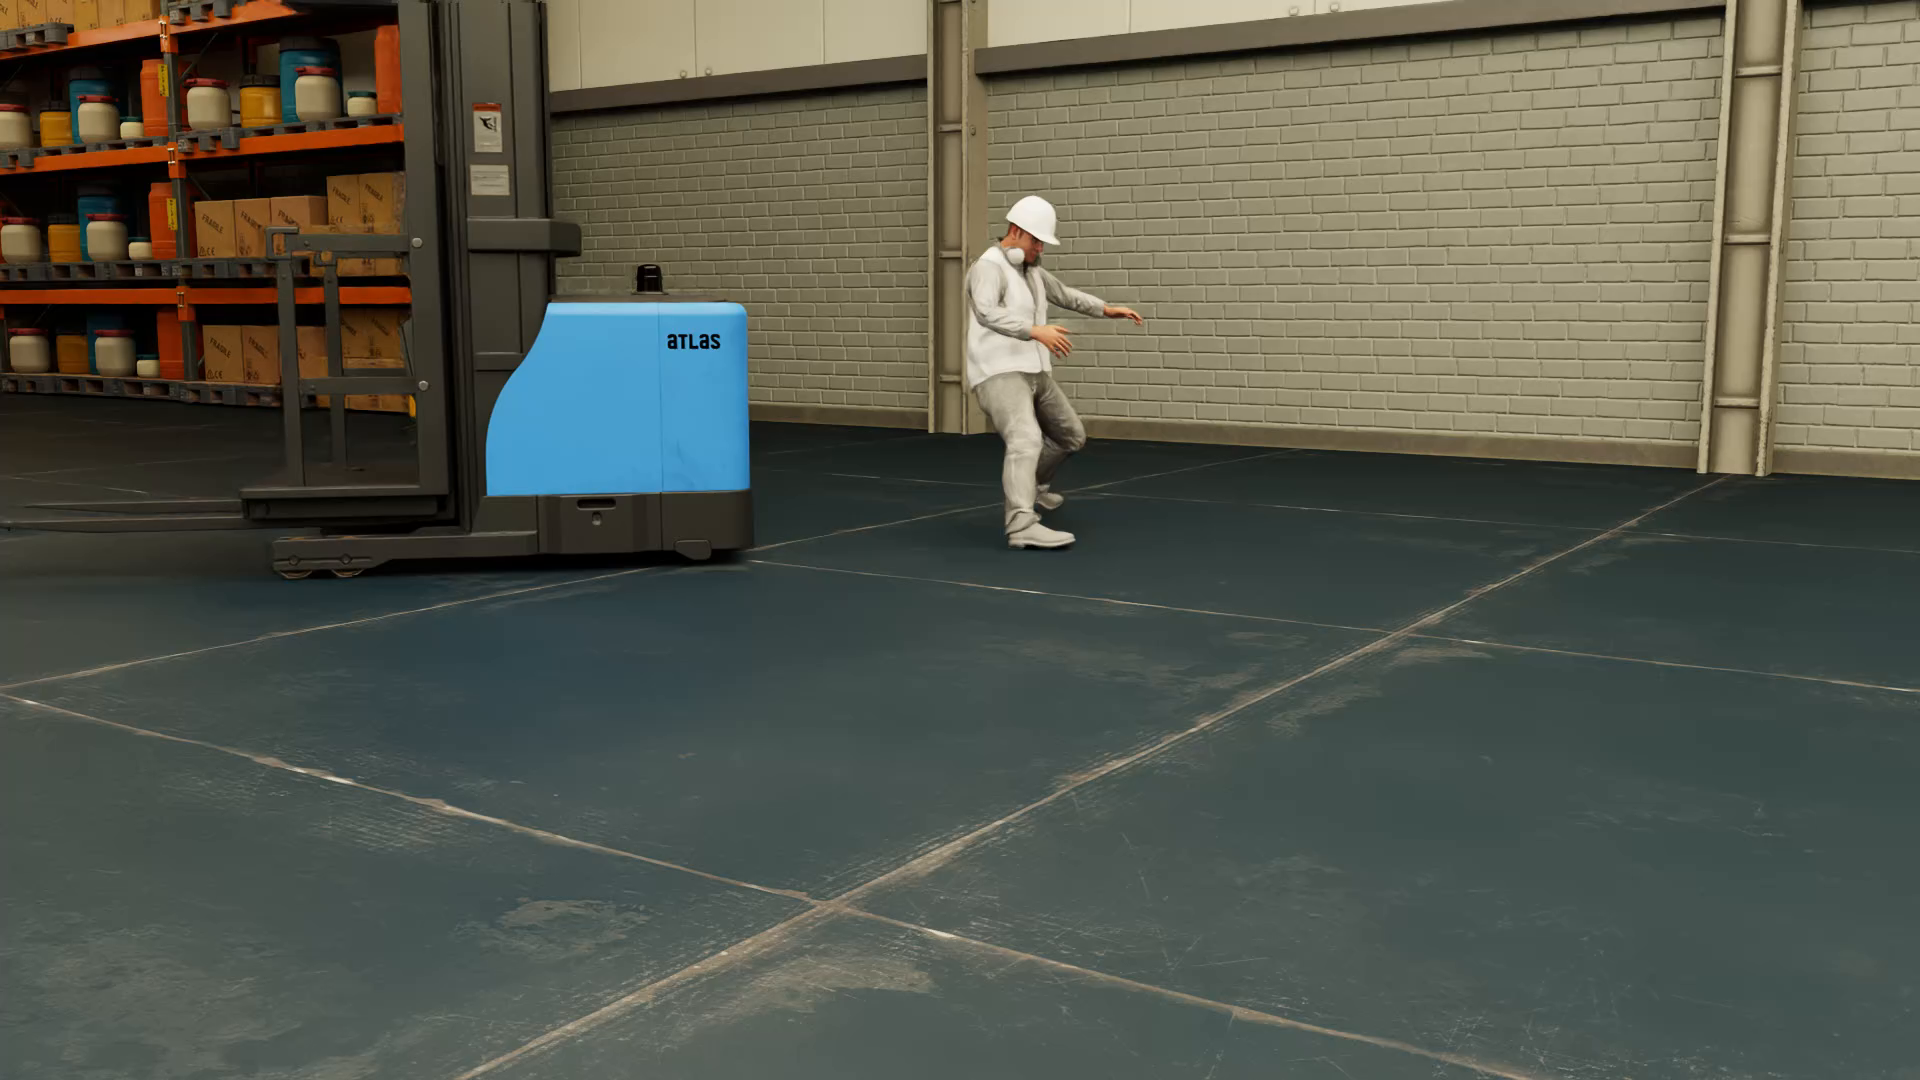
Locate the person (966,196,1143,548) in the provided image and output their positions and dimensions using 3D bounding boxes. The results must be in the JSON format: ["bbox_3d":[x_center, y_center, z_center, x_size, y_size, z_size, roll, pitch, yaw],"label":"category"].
[{"bbox_3d":[0.416,-0.829,7.873,0.815,1.564,1.297,5,9,30],"label":"person"}]

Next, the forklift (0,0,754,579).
[{"bbox_3d":[-2.428,-1.378,6.882,3.031,2.935,1.130,-2,8,-11],"label":"forklift"}]
